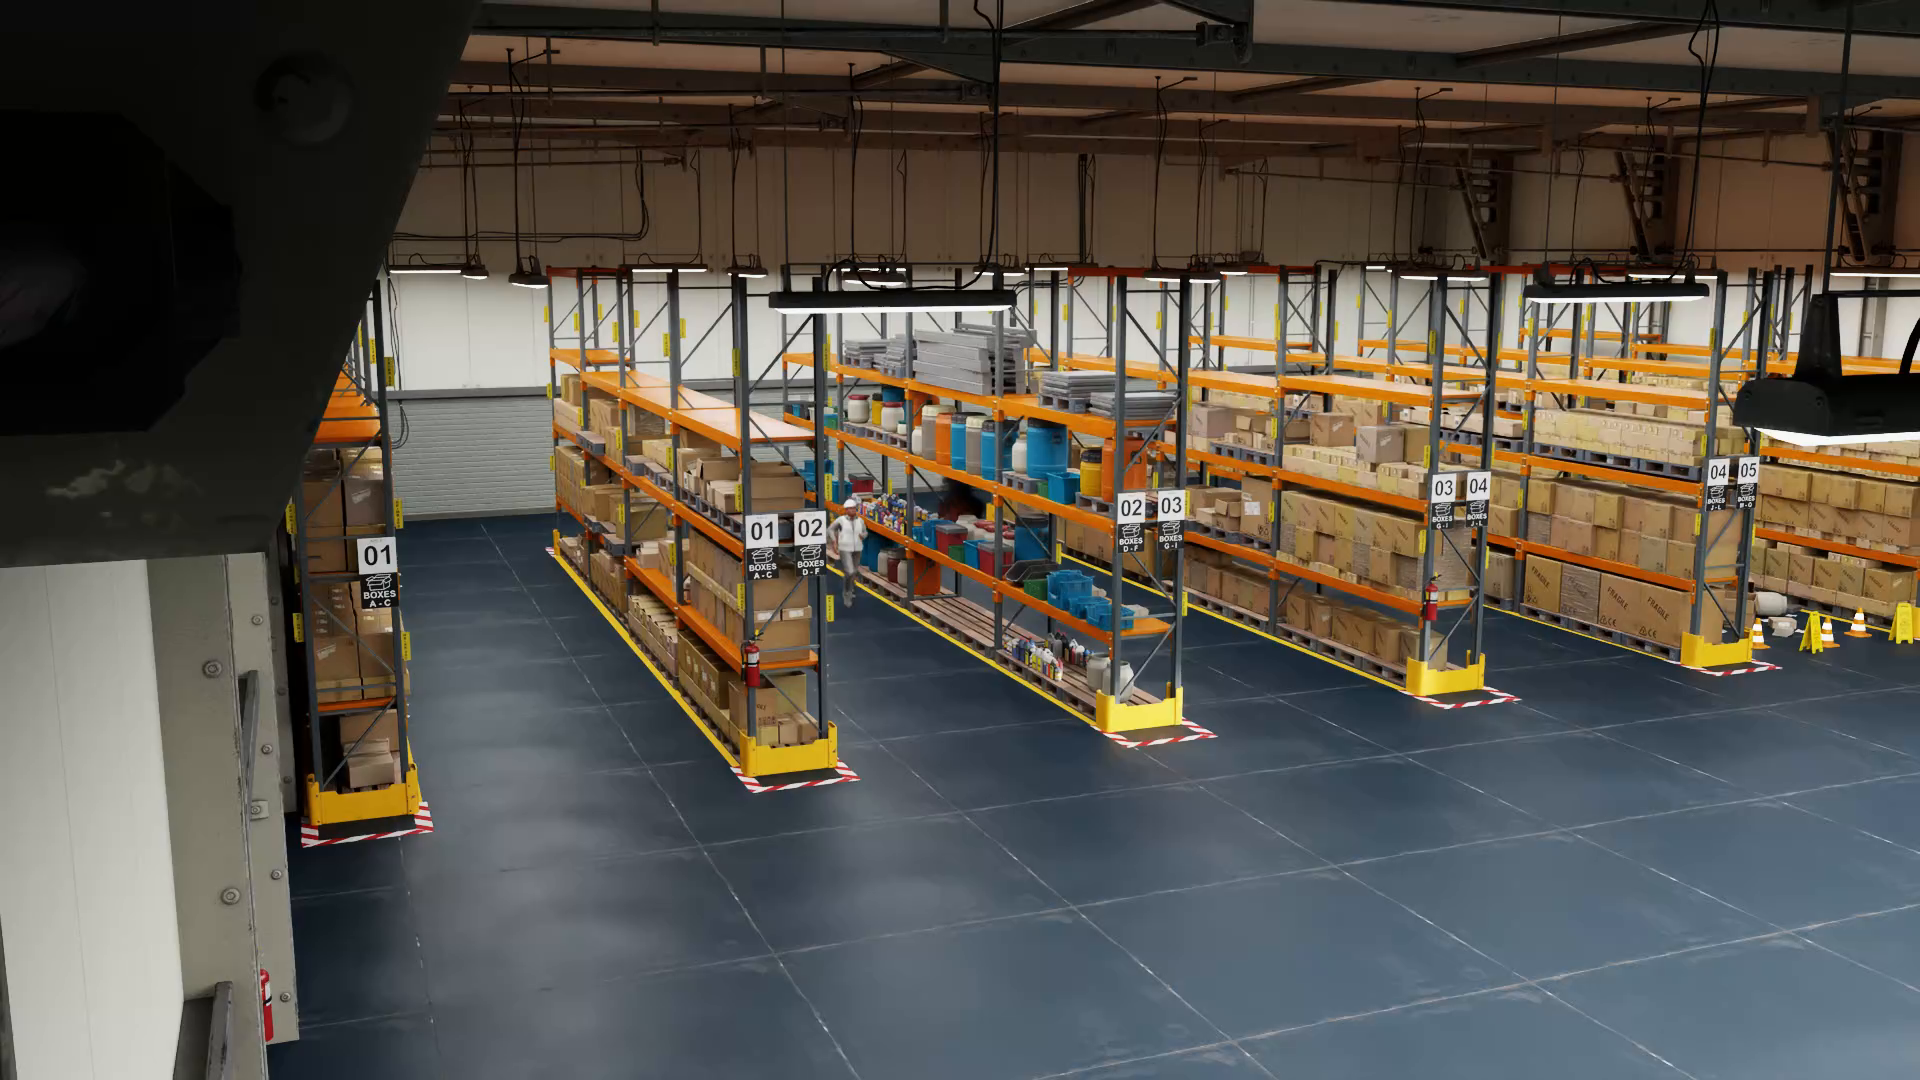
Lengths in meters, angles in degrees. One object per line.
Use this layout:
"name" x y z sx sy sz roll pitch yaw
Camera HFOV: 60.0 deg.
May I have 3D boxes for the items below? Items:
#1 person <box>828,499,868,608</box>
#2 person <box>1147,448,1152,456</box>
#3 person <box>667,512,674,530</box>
"person" -1.886 0.226 28.703 0.643 1.862 0.707 -5 11 -28
"person" 4.518 -1.492 40.426 0.593 1.702 0.693 5 11 26
"person" -6.461 -1.101 38.073 0.534 1.696 0.748 -1 10 -6
